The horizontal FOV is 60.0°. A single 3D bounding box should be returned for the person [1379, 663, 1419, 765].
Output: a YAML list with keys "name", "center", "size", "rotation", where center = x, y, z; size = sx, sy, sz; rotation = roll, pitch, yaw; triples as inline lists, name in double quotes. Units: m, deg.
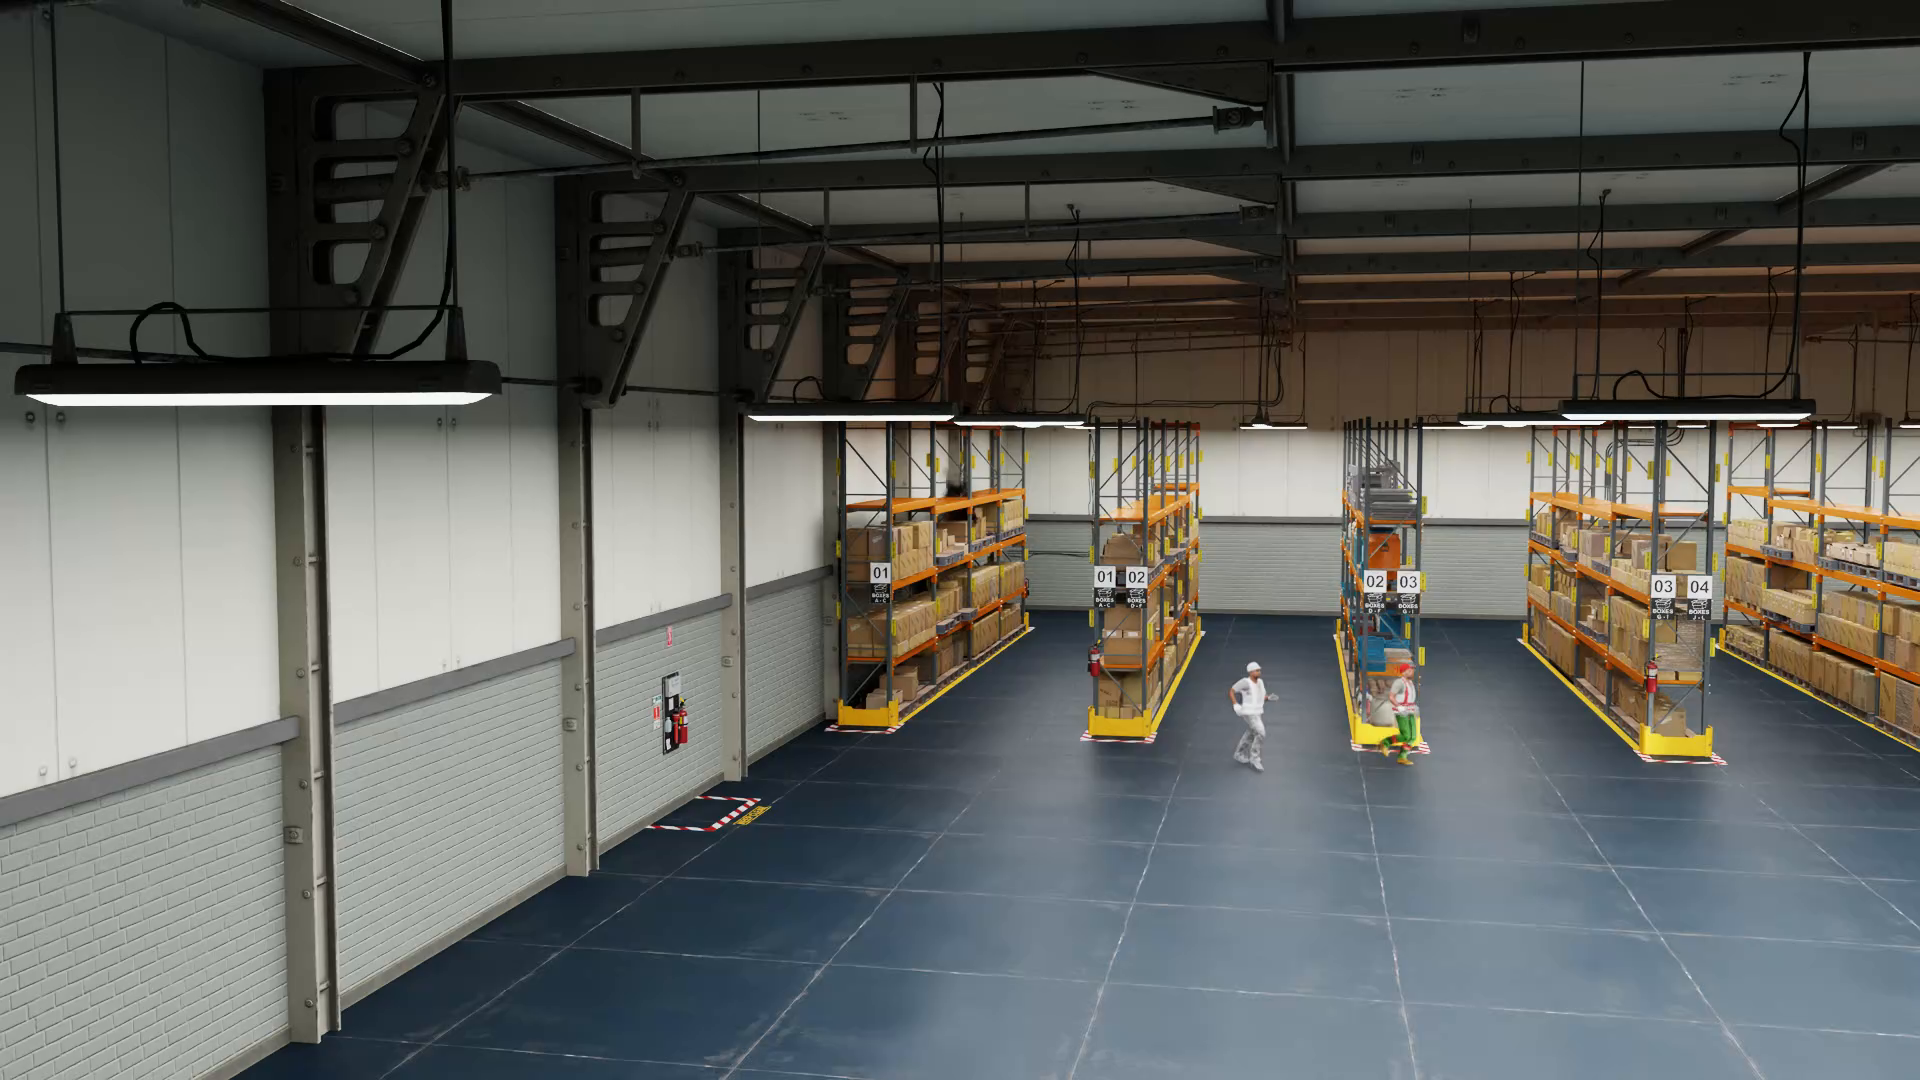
- name: "person"
  center: [7.638, 2.991, 28.803]
  size: [0.603, 1.738, 0.685]
  rotation: [4, 5, 44]

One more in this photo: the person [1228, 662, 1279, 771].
- name: "person"
  center: [5.010, 2.989, 28.323]
  size: [0.823, 1.826, 0.668]
  rotation: [3, 5, 37]
